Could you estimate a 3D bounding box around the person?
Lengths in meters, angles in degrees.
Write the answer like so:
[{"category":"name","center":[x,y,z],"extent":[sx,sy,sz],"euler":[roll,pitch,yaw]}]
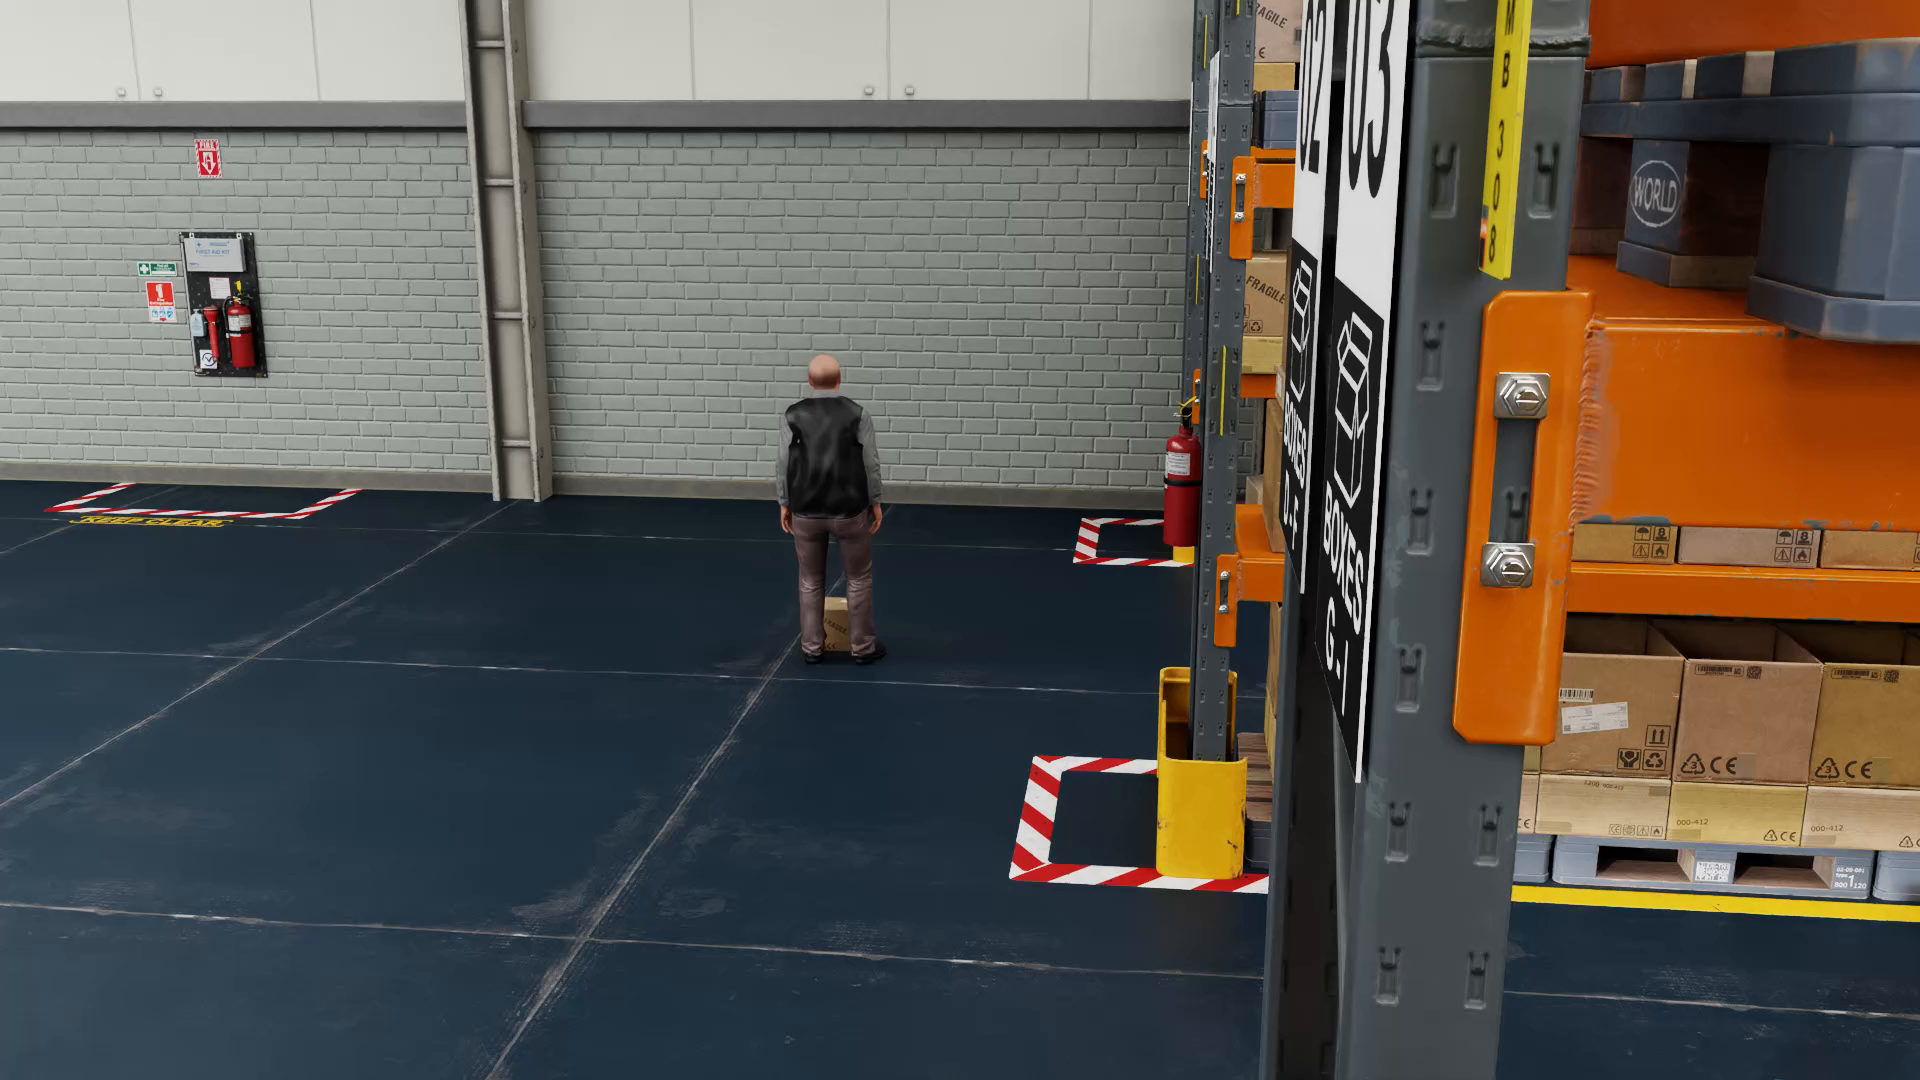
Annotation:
[{"category":"person","center":[-0.718,-0.156,9.172],"extent":[0.586,1.720,0.423],"euler":[1,14,3]}]
